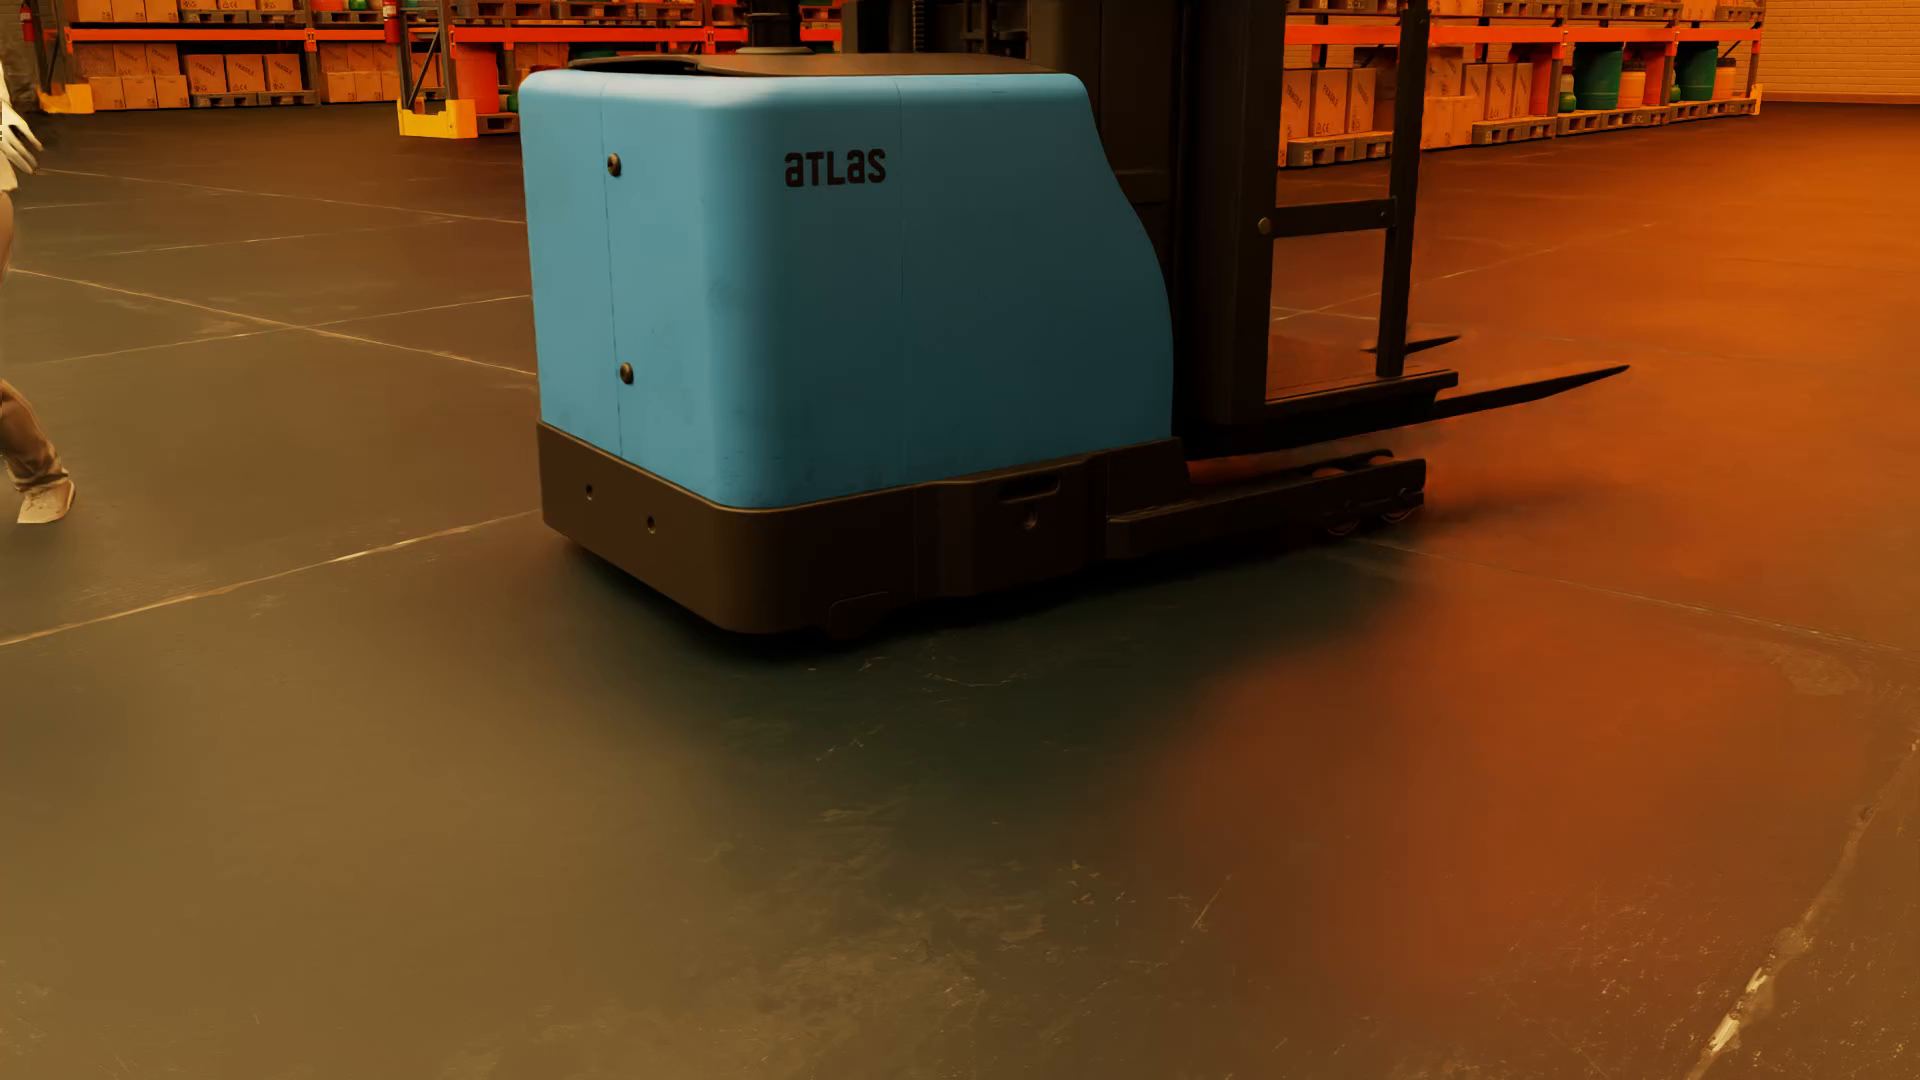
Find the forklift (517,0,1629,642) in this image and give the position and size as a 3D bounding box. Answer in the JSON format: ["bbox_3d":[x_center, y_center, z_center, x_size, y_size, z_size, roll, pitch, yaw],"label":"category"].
[{"bbox_3d":[0.529,-1.523,3.914,3.031,2.935,1.130,-12,20,-34],"label":"forklift"}]

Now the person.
[{"bbox_3d":[-2.350,-0.737,3.798,1.059,1.604,0.550,11,20,33],"label":"person"}]
